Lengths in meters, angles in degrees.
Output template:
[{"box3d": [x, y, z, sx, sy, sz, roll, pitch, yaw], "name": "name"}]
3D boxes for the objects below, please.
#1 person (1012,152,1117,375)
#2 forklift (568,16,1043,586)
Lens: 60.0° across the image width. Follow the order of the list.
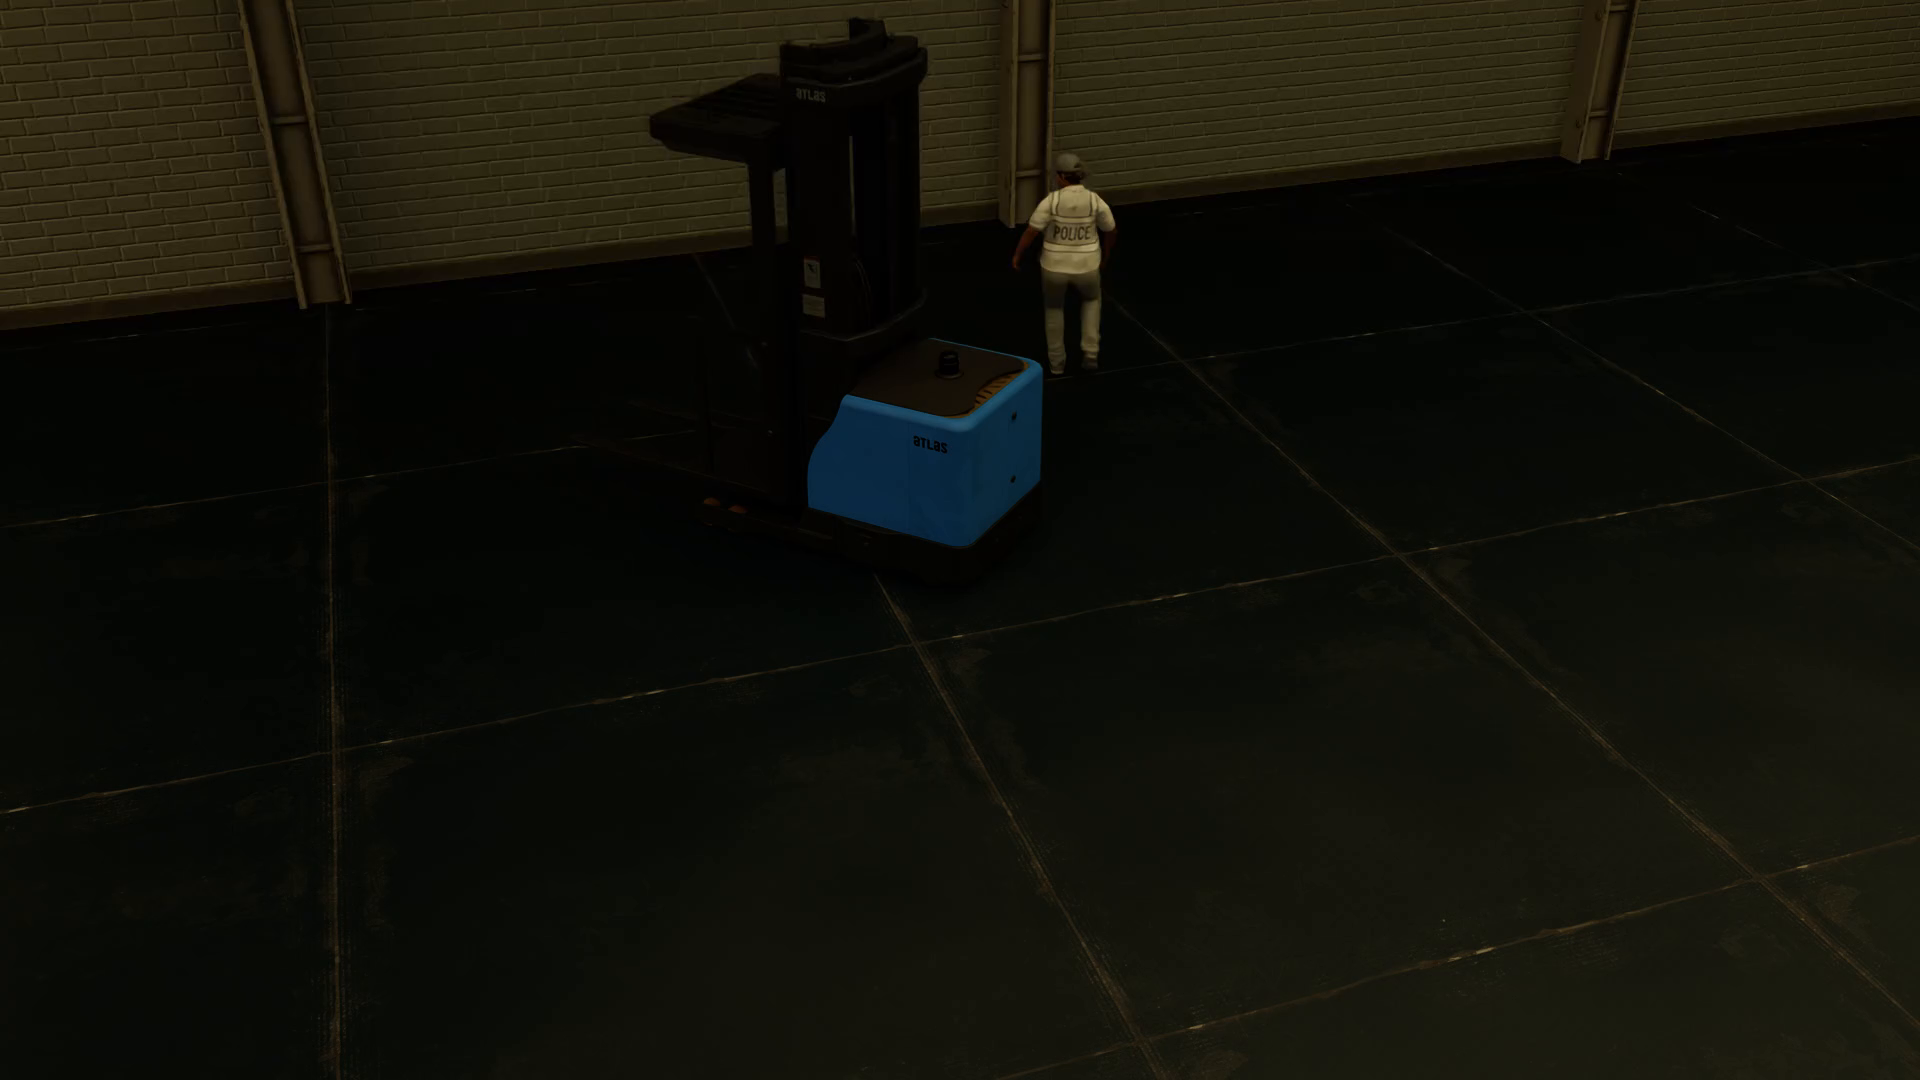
[{"box3d": [0.735, -1.943, 11.789, 0.732, 1.647, 0.478, 2, 30, 3], "name": "person"}, {"box3d": [-1.043, -1.526, 9.740, 3.031, 2.935, 1.130, 15, 33, 25], "name": "forklift"}]
